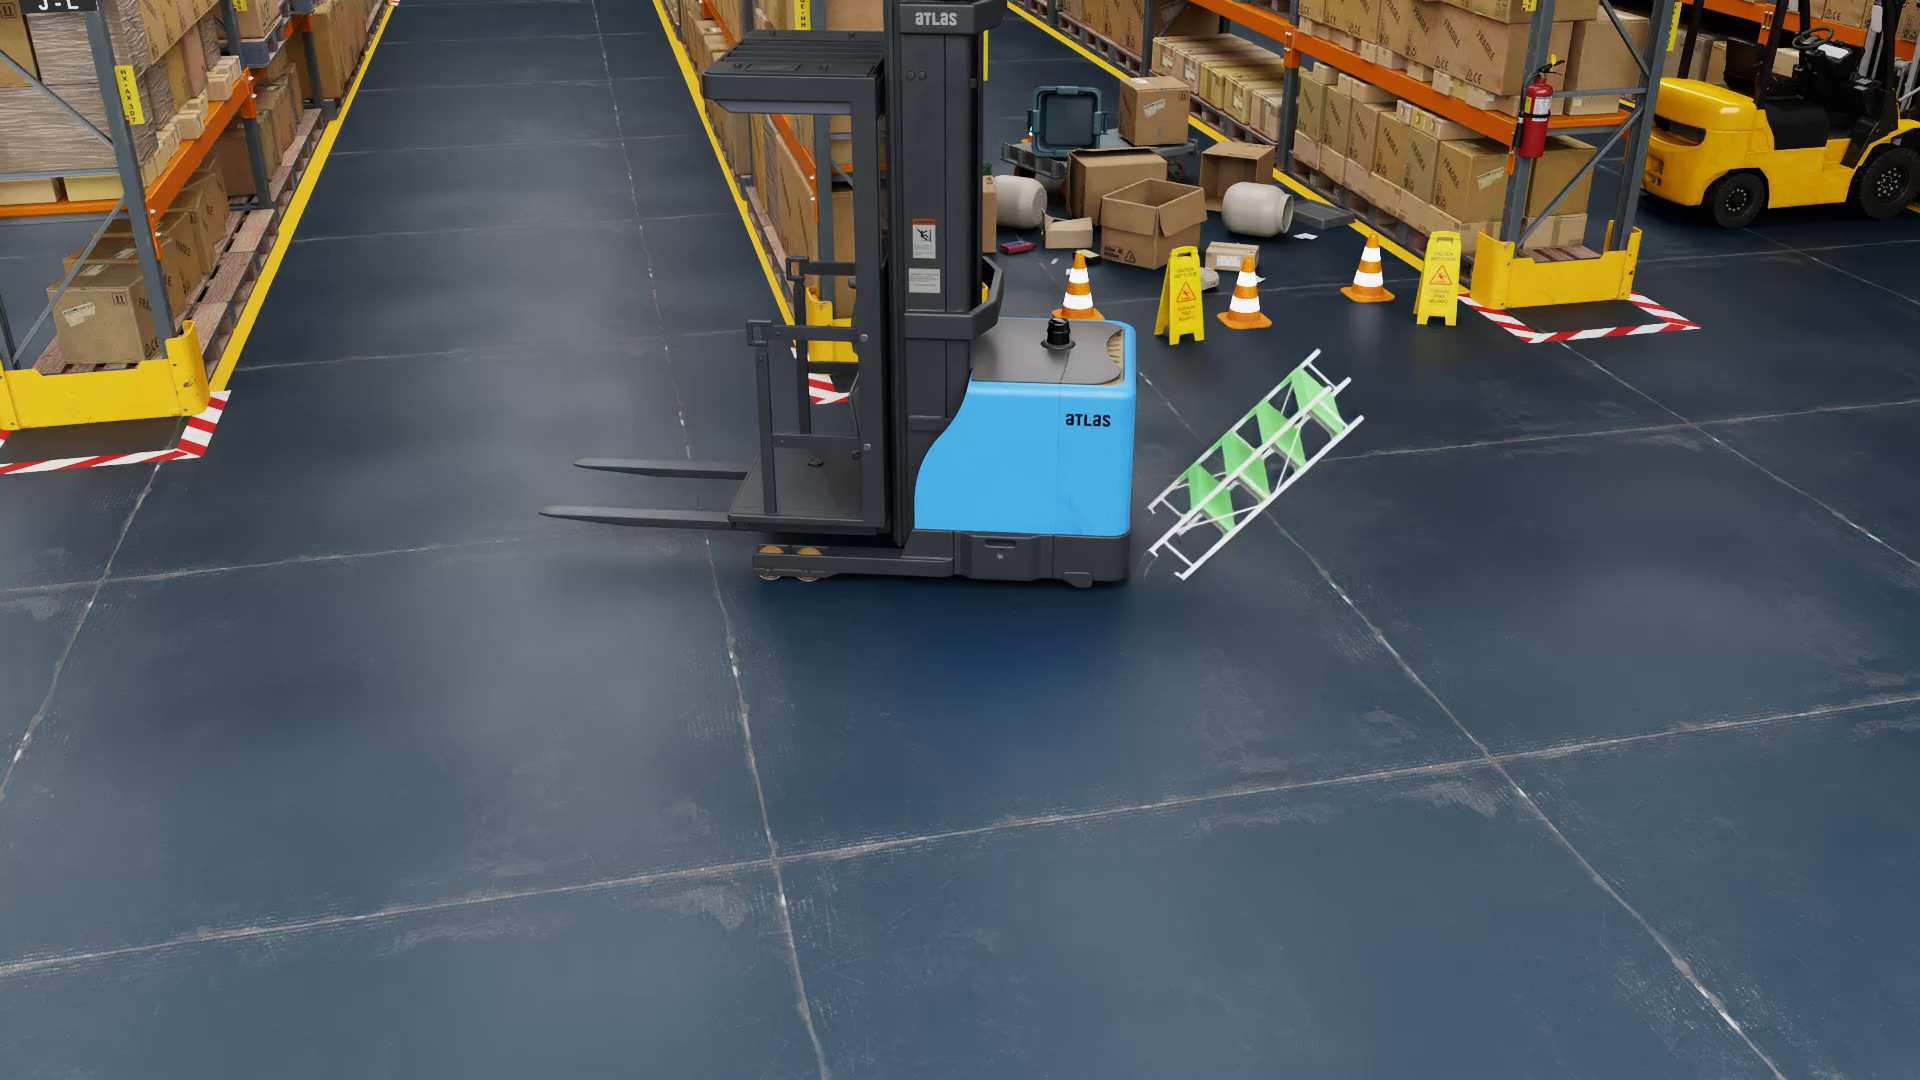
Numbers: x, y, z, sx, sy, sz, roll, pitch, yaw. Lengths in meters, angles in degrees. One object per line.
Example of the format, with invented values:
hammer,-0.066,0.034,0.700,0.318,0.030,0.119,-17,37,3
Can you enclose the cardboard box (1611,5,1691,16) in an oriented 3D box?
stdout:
cardboard box,7.697,-5.688,18.860,0.875,0.625,0.625,-5,27,-10

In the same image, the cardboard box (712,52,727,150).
cardboard box,-1.760,-4.184,15.741,1.050,0.750,0.750,-6,27,-12

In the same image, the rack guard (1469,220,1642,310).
rack guard,4.365,-2.022,12.201,1.175,0.500,0.348,-6,27,-12

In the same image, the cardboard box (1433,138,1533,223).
cardboard box,3.947,-2.724,12.572,0.500,0.500,0.500,-6,27,-11

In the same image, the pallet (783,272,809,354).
pallet,-0.674,-1.655,11.796,1.003,0.211,1.213,-6,27,-12

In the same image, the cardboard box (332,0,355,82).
cardboard box,-7.405,-5.546,18.301,1.225,0.875,0.875,-6,27,-11

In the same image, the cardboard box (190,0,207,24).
cardboard box,-5.579,-3.869,11.536,0.500,0.500,0.500,-6,27,-12

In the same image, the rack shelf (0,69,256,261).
rack shelf,-5.724,-2.655,11.479,1.077,0.370,4.000,-6,27,-12

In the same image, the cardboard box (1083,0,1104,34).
cardboard box,2.107,-6.951,21.085,0.875,0.875,0.875,-5,27,-10

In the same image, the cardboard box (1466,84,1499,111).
cardboard box,3.924,-3.235,12.108,0.380,0.149,0.250,-6,27,-12

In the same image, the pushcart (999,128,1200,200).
pushcart,1.271,-3.436,15.139,1.648,0.377,0.936,-16,31,-29

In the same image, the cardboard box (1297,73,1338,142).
cardboard box,3.351,-3.869,14.839,0.500,0.500,0.500,-5,27,-9

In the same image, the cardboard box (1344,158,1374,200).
cardboard box,3.604,-3.068,14.085,0.500,0.250,0.500,-6,27,-12

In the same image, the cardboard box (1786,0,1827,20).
cardboard box,8.161,-5.189,15.591,0.500,0.500,0.500,-7,28,-13

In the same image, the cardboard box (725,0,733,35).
cardboard box,-1.811,-4.782,14.784,0.500,0.500,0.500,-6,27,-12

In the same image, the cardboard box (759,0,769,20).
cardboard box,-1.045,-4.216,12.409,0.875,0.550,0.550,-6,27,-12

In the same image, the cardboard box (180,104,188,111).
cardboard box,-5.534,-2.900,11.445,0.380,0.149,0.250,-6,27,-12

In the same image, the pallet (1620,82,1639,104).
pallet,7.833,-4.977,18.377,1.003,0.211,1.213,-6,27,-12

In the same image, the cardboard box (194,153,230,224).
cardboard box,-6.123,-2.746,13.169,0.500,0.500,0.500,-7,28,-13

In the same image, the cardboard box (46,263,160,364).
cardboard box,-5.397,-1.445,10.593,0.500,0.500,0.500,-1,27,-2

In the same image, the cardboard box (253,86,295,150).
cardboard box,-6.633,-3.908,15.450,0.700,0.500,0.500,-4,27,-7

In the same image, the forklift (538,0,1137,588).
forklift,-0.627,-1.335,8.141,3.031,2.935,1.130,2,27,5

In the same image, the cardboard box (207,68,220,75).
cardboard box,-5.795,-3.451,12.537,0.380,0.149,0.250,-6,27,-12

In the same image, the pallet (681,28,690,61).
pallet,-2.945,-6.239,20.876,1.003,0.211,1.213,-6,27,-12

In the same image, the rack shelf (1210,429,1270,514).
rack shelf,1.403,-0.333,8.307,0.258,0.148,0.480,39,24,-14

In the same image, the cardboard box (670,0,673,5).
cardboard box,-3.654,-7.212,22.078,0.380,0.149,0.250,-7,28,-13

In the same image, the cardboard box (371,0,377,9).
cardboard box,-8.451,-7.689,22.546,0.875,0.875,0.875,-6,27,-12

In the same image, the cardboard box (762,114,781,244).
cardboard box,-1.039,-2.874,13.006,0.875,0.875,0.875,-6,27,-11

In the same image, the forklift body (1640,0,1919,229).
forklift body,7.012,-3.878,14.047,2.313,2.155,1.214,-6,27,-12

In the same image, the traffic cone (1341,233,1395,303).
traffic cone,3.028,-2.030,12.258,0.336,0.463,0.334,-6,27,-12

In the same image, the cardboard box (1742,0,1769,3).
cardboard box,7.947,-5.494,16.472,0.500,0.250,0.500,-5,27,-10

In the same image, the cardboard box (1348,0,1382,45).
cardboard box,3.545,-4.377,13.651,0.500,0.500,0.500,-6,27,-12

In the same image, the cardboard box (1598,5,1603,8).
cardboard box,4.426,-3.745,12.400,0.500,0.500,0.500,-5,27,-10

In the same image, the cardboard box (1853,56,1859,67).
cardboard box,8.225,-4.303,15.421,0.500,0.250,0.500,-6,27,-12

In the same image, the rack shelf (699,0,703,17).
rack shelf,-2.671,-6.626,19.347,1.077,0.370,4.000,-6,27,-12

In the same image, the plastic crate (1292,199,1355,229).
plastic crate,3.036,-2.784,14.178,0.402,0.080,0.583,-16,31,-29

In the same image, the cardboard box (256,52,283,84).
cardboard box,-6.766,-4.502,15.795,0.500,0.250,0.500,-3,27,-6

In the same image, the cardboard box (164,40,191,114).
cardboard box,-5.772,-3.172,11.264,0.875,0.500,0.500,-6,27,-12

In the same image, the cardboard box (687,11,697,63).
cardboard box,-2.872,-5.862,19.343,0.500,0.500,0.500,-7,28,-14

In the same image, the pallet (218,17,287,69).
pallet,-6.205,-4.119,13.794,1.003,0.211,1.213,-6,27,-12

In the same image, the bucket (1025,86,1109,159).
bucket,0.958,-3.705,14.707,0.726,0.611,0.620,3,17,6

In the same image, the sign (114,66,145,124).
sign,-4.744,-2.540,9.492,0.100,0.325,0.005,-6,27,-12

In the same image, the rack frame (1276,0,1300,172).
rack frame,3.481,-4.860,15.050,1.000,3.000,0.127,-6,27,-12

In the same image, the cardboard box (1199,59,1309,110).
cardboard box,3.036,-4.725,17.233,0.950,0.372,0.625,-5,27,-10

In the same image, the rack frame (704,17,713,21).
rack frame,-2.221,-6.069,17.446,1.000,3.000,0.127,-6,27,-12

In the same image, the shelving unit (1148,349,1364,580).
shelving unit,1.445,-0.374,8.281,0.258,1.200,0.503,39,24,-14

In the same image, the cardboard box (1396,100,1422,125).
cardboard box,3.688,-3.395,13.180,0.380,0.149,0.250,-5,27,-9

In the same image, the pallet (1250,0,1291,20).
pallet,3.450,-5.125,15.788,1.003,0.211,1.213,-6,27,-12

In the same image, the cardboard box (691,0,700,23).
cardboard box,-2.755,-5.970,18.725,0.500,0.250,0.500,-6,27,-11

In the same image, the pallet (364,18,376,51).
pallet,-8.072,-6.463,21.320,1.003,0.211,1.213,-6,27,-12

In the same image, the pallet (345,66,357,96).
pallet,-7.452,-5.253,18.924,1.003,0.211,1.213,-6,27,-12

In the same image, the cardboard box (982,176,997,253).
cardboard box,0.030,-2.621,13.386,0.500,0.500,0.500,-1,27,-3

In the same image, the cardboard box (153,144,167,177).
cardboard box,-5.184,-2.358,10.372,0.380,0.149,0.250,-6,27,-12

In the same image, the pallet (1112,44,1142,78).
pallet,2.475,-5.725,19.859,1.003,0.211,1.213,-6,27,-12

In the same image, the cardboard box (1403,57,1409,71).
cardboard box,3.764,-3.808,13.244,0.380,0.149,0.250,-6,27,-12

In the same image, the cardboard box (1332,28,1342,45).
cardboard box,3.436,-4.358,14.334,0.380,0.149,0.250,-6,27,-12
